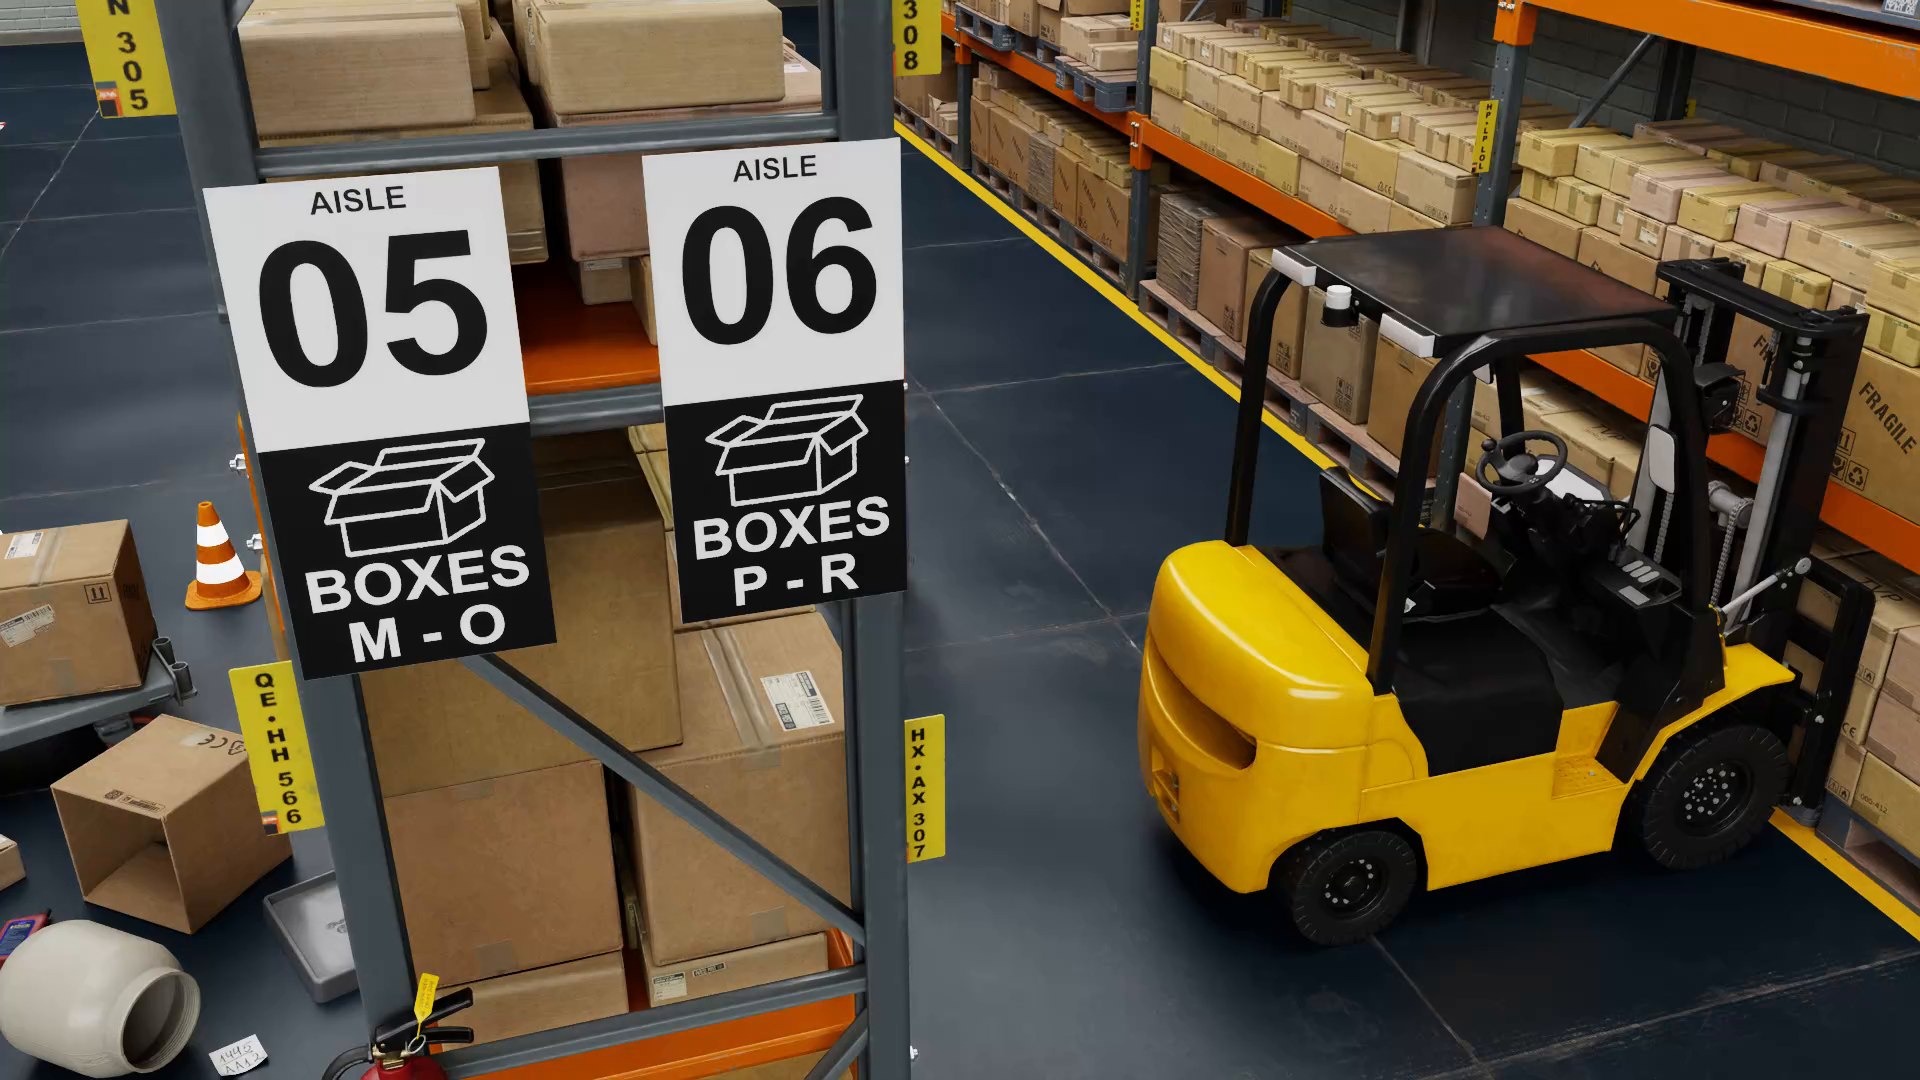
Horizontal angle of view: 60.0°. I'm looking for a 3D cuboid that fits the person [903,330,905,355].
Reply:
[{"bbox_3d":[-0.496,-0.567,7.796,0.468,1.639,0.343,-8,27,-15],"label":"person"}]
